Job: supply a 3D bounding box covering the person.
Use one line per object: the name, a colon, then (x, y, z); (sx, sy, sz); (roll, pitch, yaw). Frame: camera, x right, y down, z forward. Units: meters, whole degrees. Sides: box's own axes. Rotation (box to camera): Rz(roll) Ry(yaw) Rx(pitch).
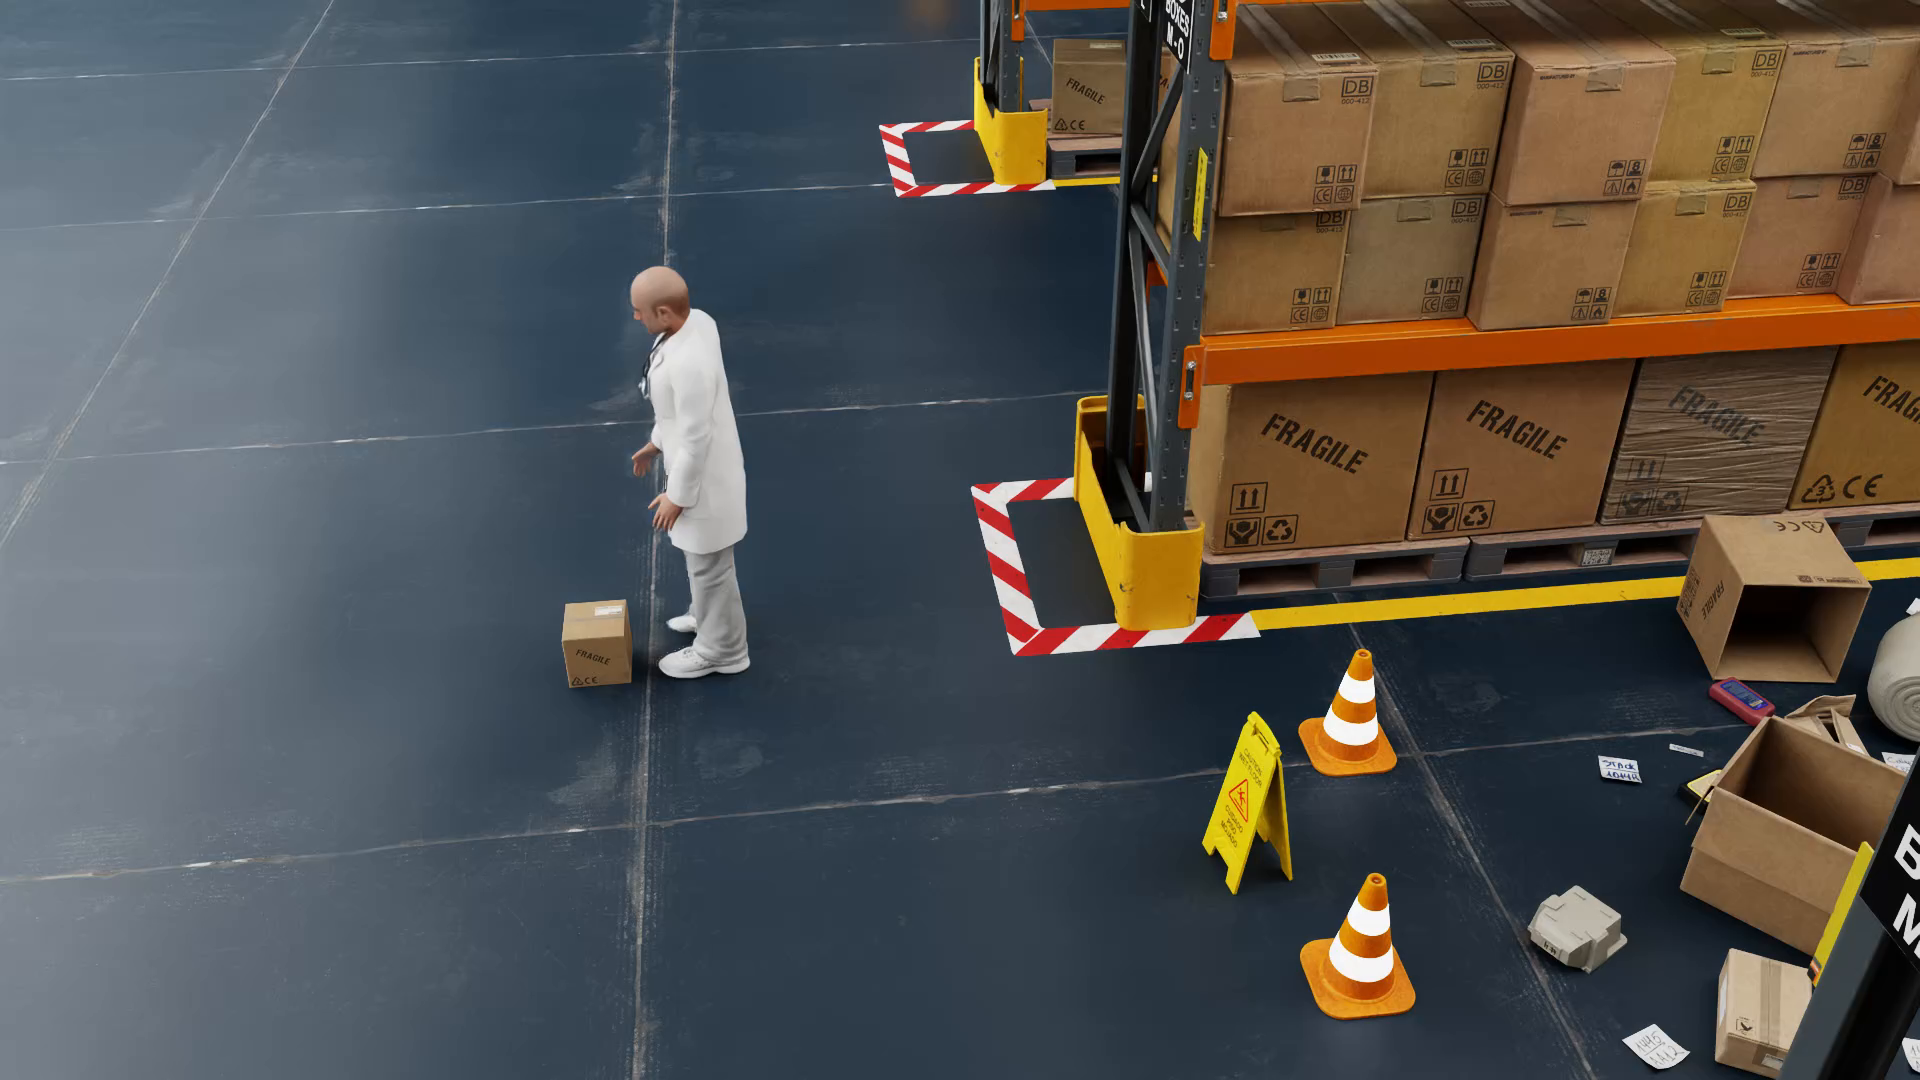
person: (-1.065, -0.231, 6.526); (0.446, 1.836, 0.591); (-5, 35, -7)
